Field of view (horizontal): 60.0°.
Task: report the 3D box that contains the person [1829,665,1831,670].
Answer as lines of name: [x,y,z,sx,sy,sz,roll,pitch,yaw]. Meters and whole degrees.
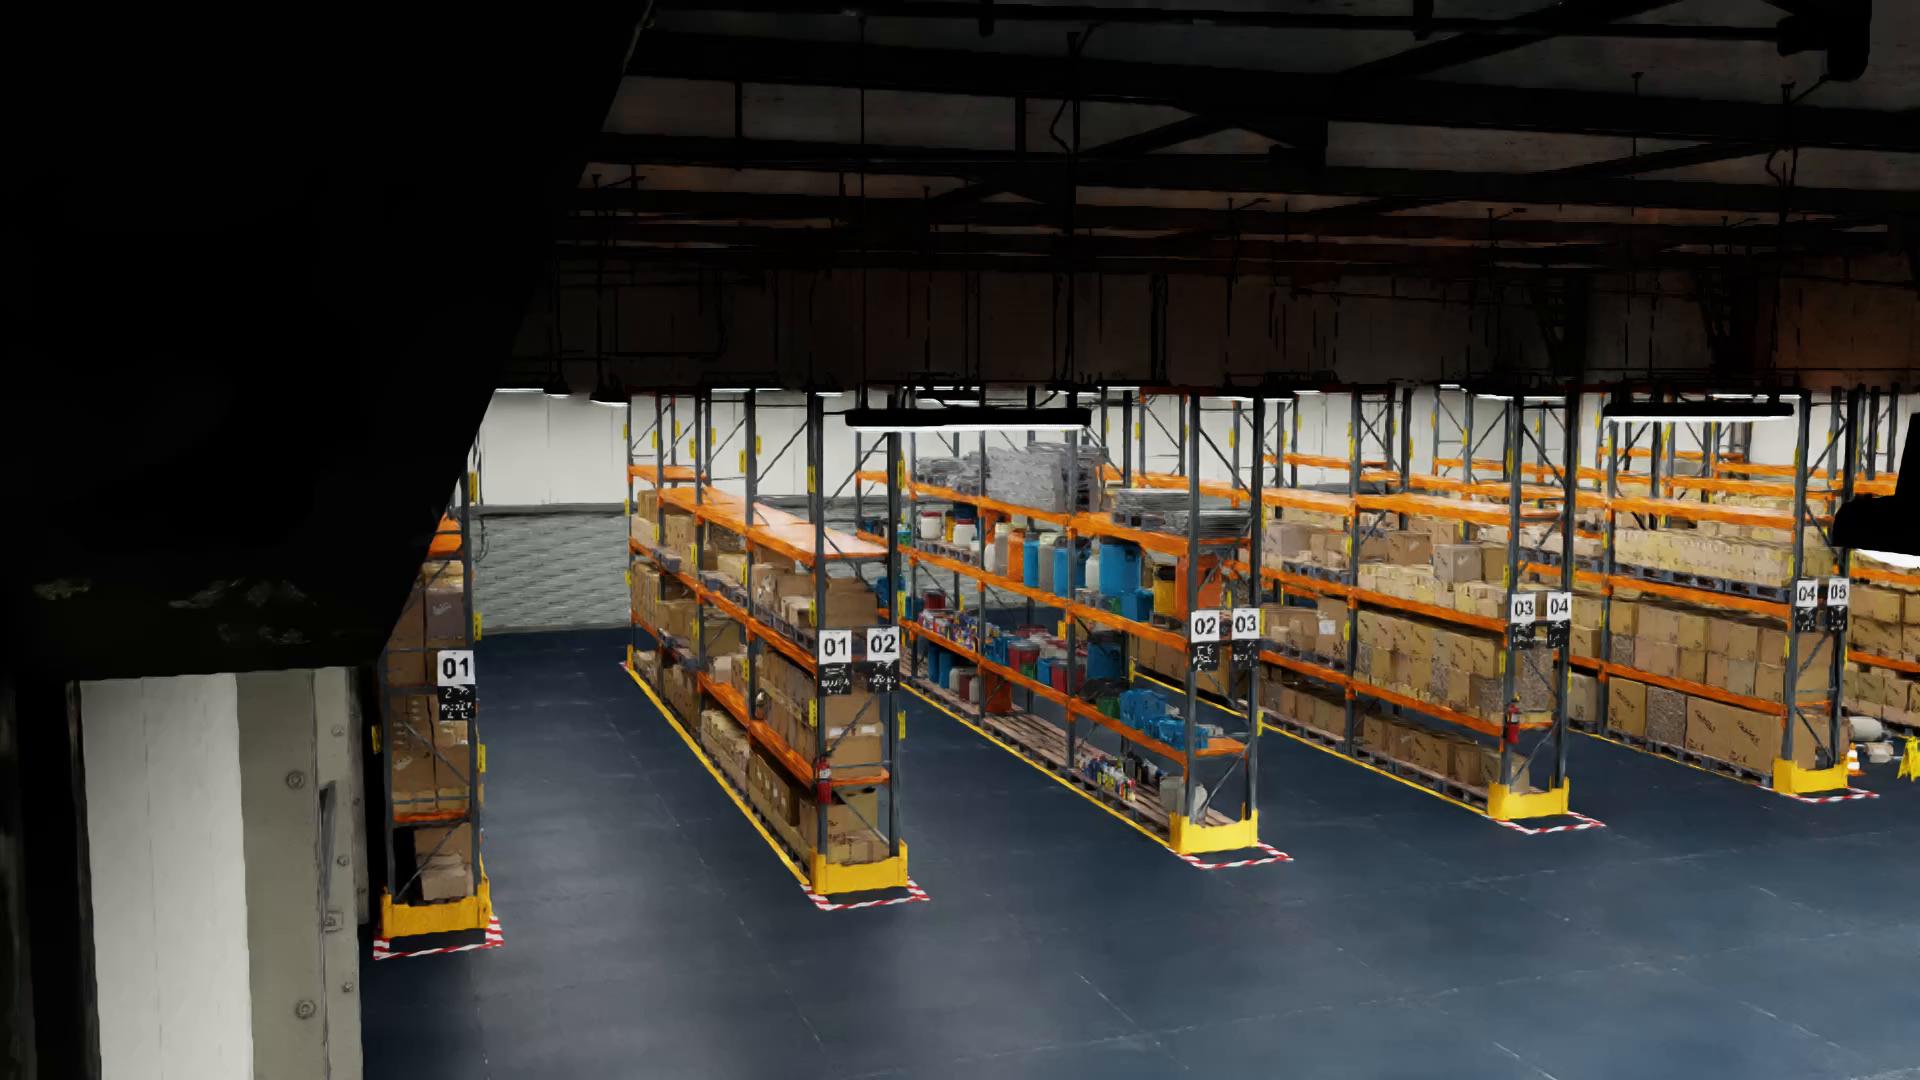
person: [17.957,1.888,34.853,0.580,1.666,0.572,1,6,6]

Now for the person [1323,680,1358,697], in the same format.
person: [7.147,2.248,31.207,0.598,1.698,1.193,-2,6,-17]

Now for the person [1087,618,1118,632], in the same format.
person: [2.905,1.998,33.686,0.677,1.742,0.552,-2,6,-20]
